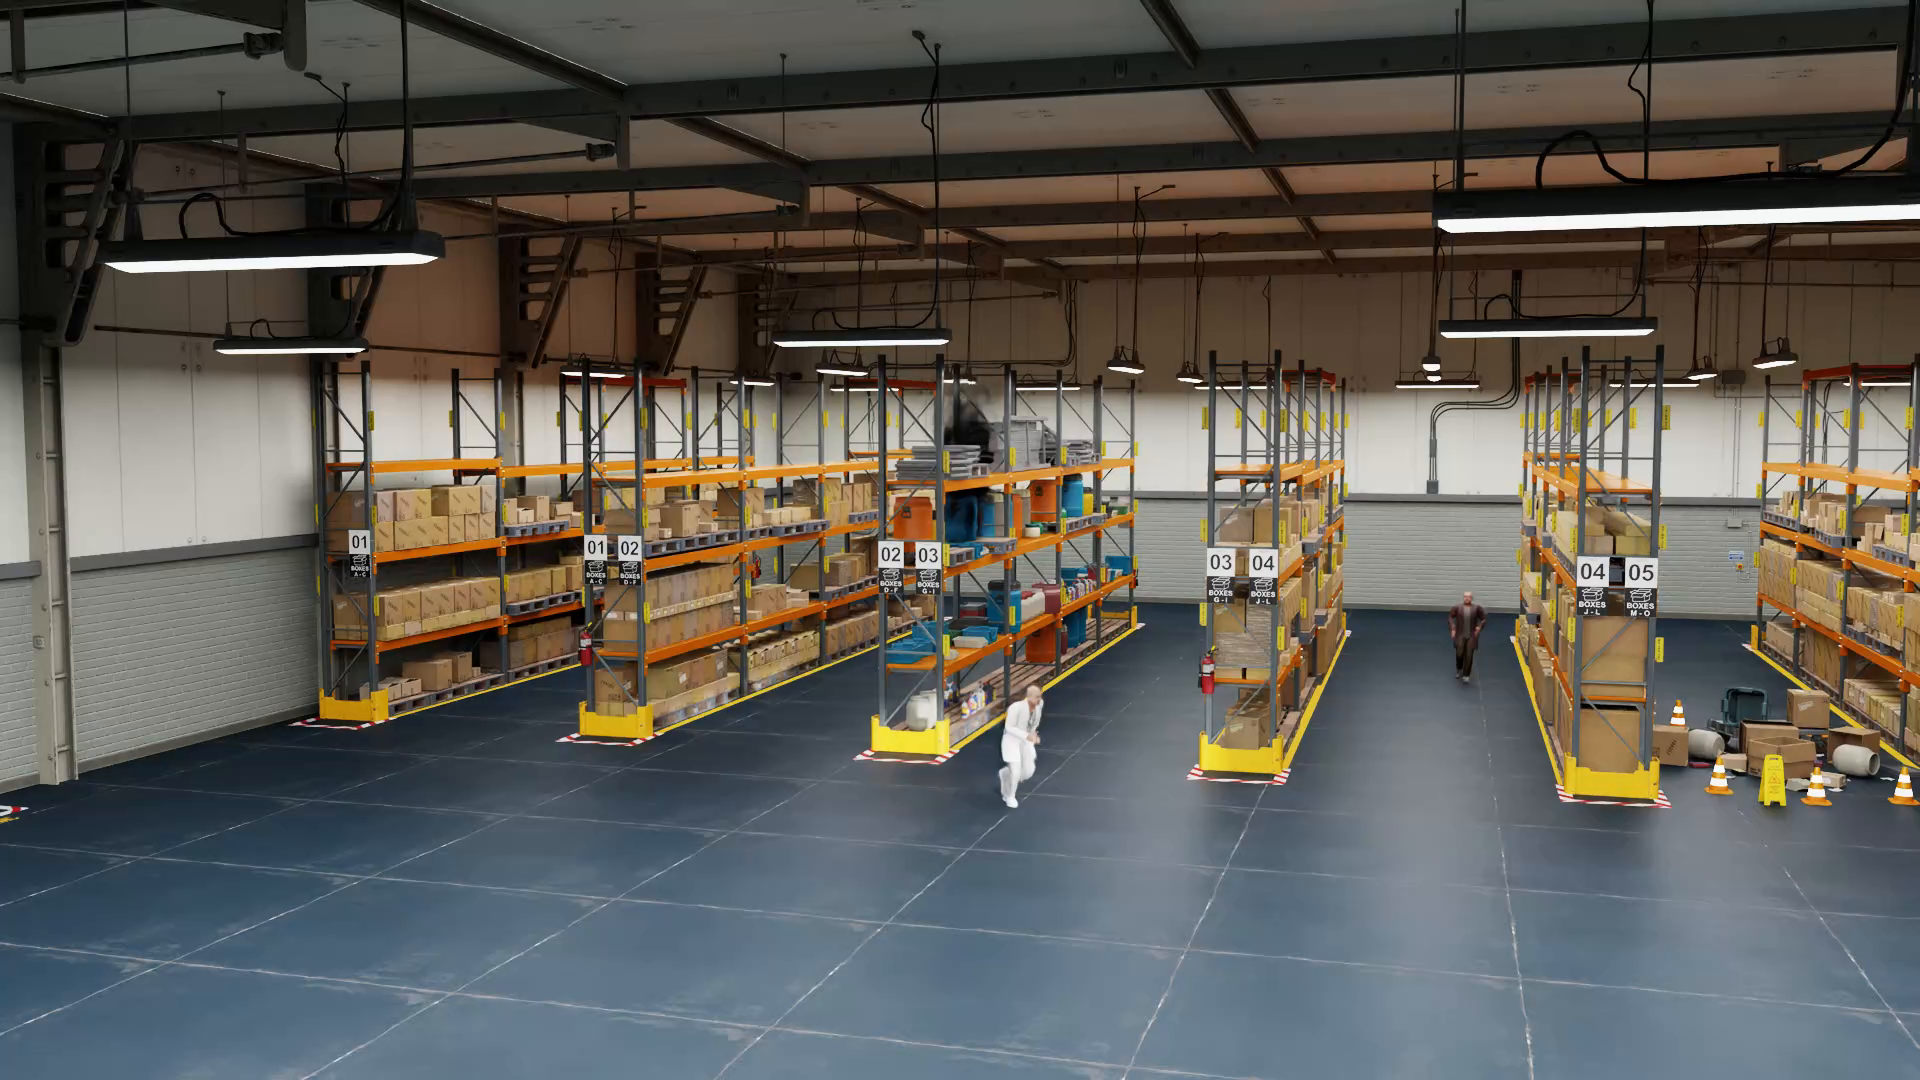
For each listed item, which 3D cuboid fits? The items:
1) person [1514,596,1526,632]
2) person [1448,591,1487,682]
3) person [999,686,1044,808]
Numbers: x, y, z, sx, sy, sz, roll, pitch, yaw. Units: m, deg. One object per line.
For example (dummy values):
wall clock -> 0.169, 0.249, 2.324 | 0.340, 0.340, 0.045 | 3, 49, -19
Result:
person -> 13.363, 1.462, 38.983 | 0.599, 1.509, 0.679 | 1, 4, 11
person -> 9.723, 1.862, 31.885 | 0.723, 1.731, 0.629 | 1, 4, 16
person -> 0.829, 2.666, 21.567 | 0.725, 1.629, 0.893 | -3, 5, -39
